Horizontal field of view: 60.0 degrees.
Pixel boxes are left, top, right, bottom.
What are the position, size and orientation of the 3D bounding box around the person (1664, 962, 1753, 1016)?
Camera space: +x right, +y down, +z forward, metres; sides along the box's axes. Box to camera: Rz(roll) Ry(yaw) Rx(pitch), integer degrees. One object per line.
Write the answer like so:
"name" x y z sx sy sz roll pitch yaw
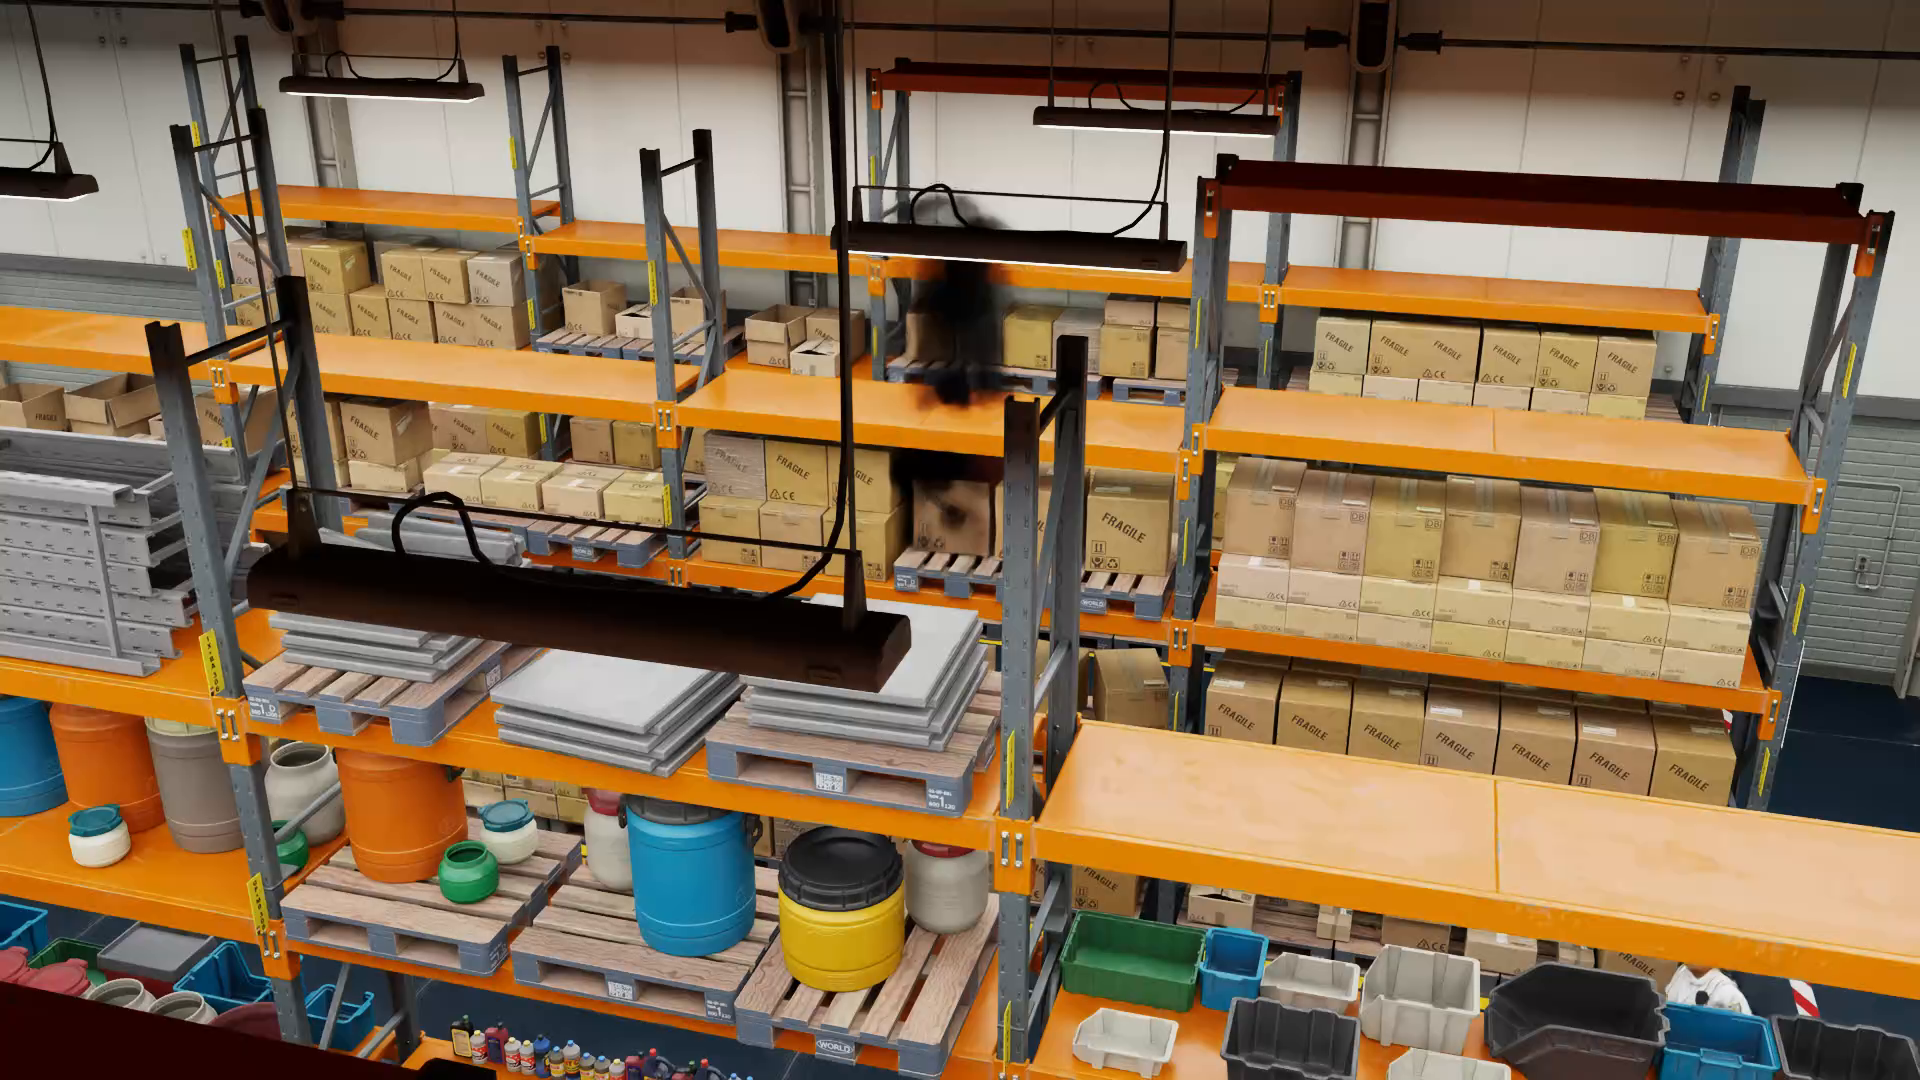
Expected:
"person" 4.802 3.289 10.803 0.784 1.613 0.647 -5 23 -13
